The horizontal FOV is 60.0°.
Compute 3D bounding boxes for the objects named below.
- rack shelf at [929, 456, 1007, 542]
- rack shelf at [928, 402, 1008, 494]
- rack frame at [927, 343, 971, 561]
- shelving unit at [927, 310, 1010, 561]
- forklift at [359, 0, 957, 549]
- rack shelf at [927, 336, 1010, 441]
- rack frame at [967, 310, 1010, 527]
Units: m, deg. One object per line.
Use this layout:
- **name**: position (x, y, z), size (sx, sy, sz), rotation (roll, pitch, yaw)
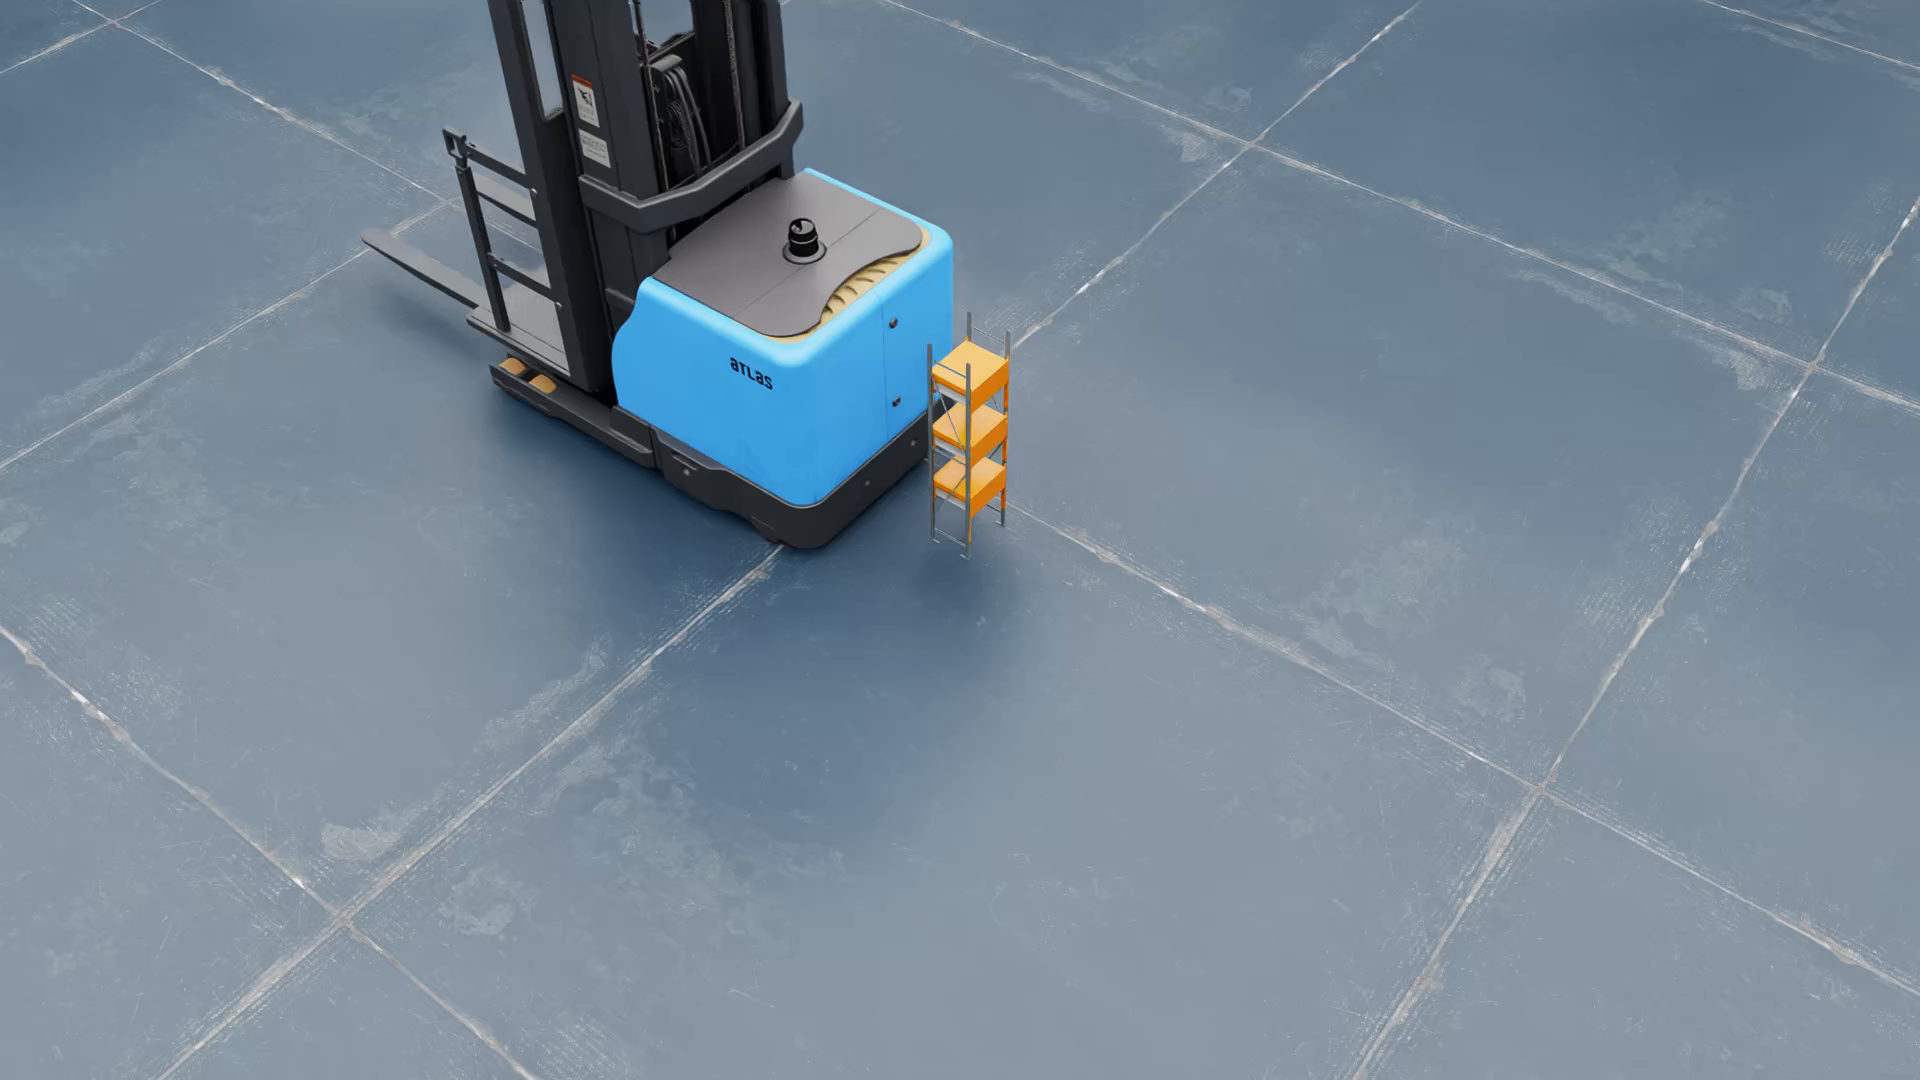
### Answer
- **rack shelf**: position (0.033, -0.194, 6.773), size (0.215, 0.259, 0.240), rotation (29, 53, 25)
- **rack shelf**: position (0.033, -0.386, 6.572), size (0.215, 0.259, 0.240), rotation (29, 53, 25)
- **rack frame**: position (-0.042, -0.323, 6.498), size (0.200, 1.050, 0.008), rotation (29, 53, 25)
- **shelving unit**: position (0.033, -0.393, 6.564), size (0.215, 1.050, 0.252), rotation (29, 53, 25)
- **forklift**: position (-1.492, -1.860, 6.664), size (3.031, 2.935, 1.130), rotation (29, 53, 25)
- **rack shelf**: position (0.033, -0.582, 6.367), size (0.215, 0.259, 0.240), rotation (29, 53, 25)
- **rack frame**: position (0.107, -0.463, 6.631), size (0.200, 1.050, 0.008), rotation (29, 53, 25)
